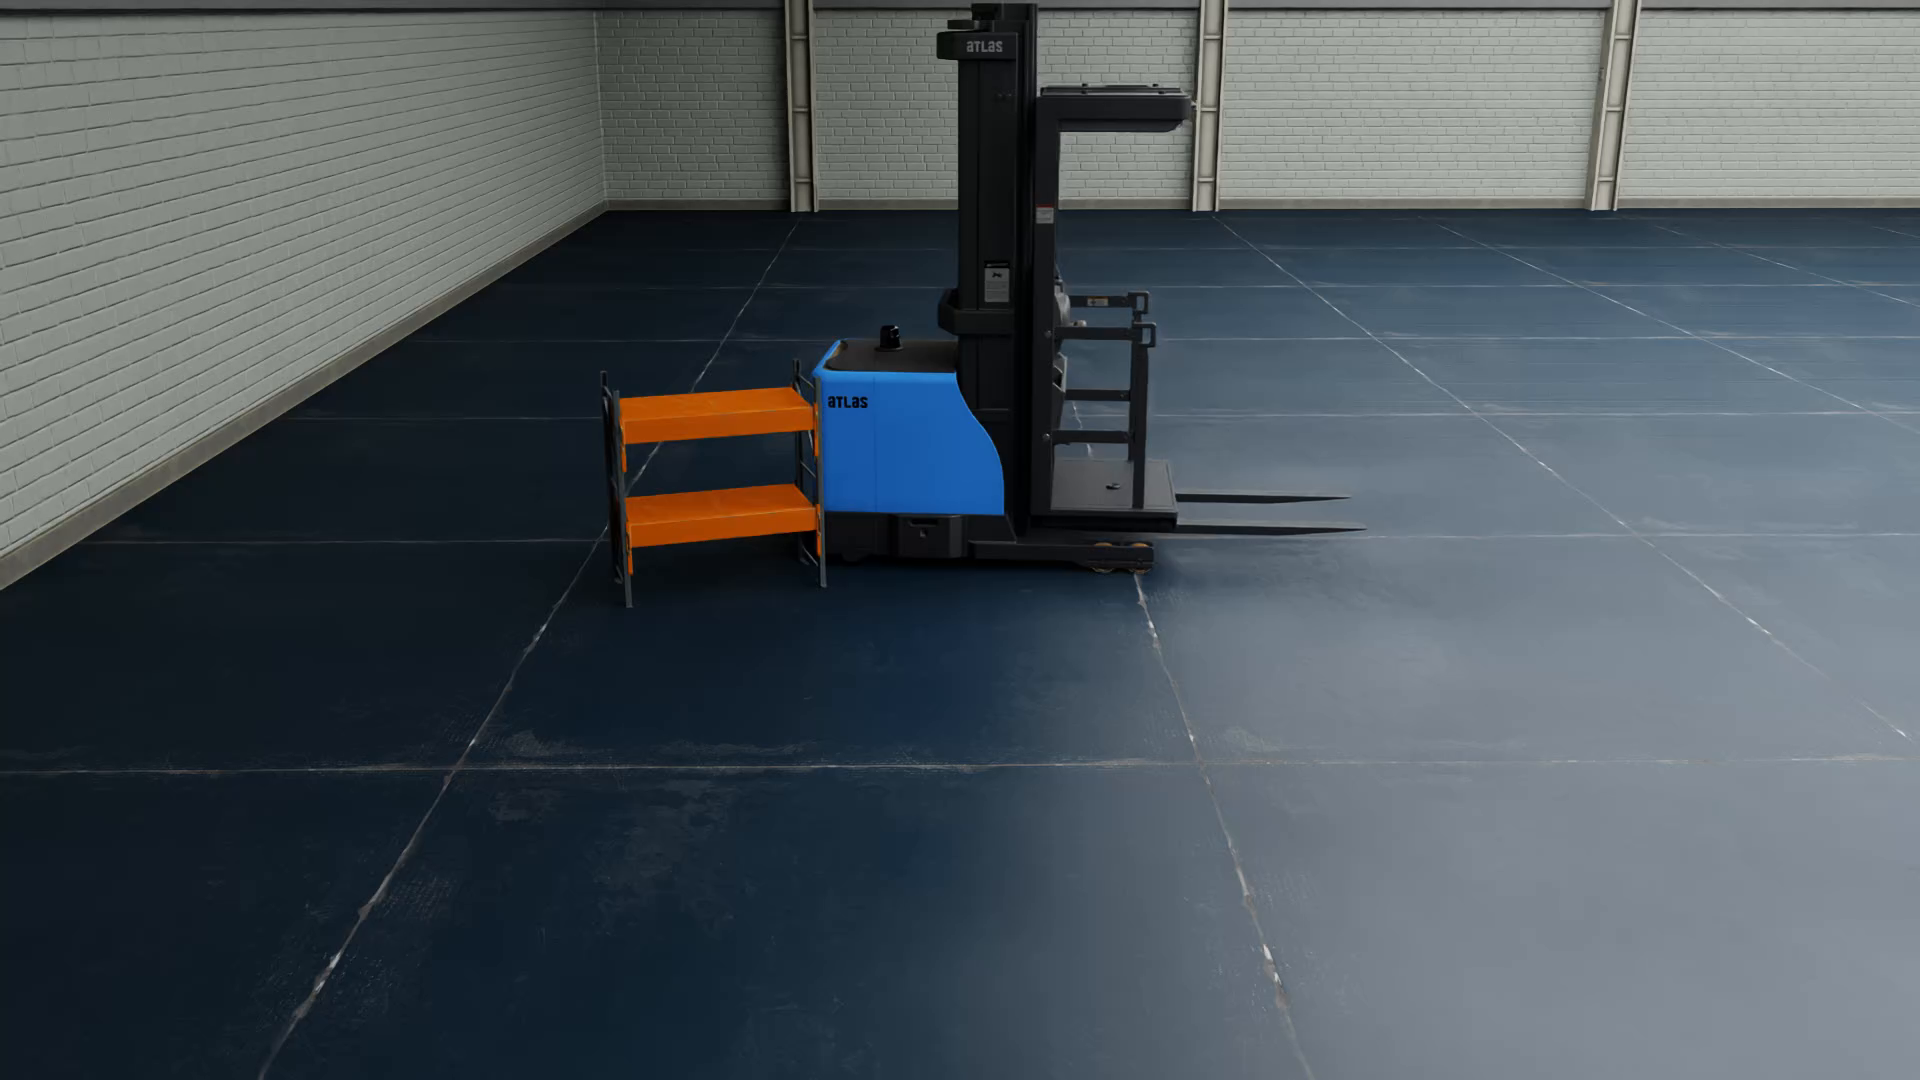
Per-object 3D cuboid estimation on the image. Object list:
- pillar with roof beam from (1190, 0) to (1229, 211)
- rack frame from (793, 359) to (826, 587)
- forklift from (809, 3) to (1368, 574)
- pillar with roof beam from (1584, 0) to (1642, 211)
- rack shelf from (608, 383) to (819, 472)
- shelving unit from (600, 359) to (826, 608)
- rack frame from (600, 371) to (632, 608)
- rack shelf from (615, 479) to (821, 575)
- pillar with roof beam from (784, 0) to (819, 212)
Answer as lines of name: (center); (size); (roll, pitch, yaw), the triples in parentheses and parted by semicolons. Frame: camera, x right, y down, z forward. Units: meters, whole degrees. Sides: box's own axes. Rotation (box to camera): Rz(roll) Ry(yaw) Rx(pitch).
pillar with roof beam: (3.740, -7.939, 19.563); (0.400, 9.000, 9.100); (0, 18, -1)
rack frame: (-0.801, -0.361, 8.830); (0.032, 1.125, 0.500); (-6, 19, -18)
forklift: (0.723, -1.380, 9.051); (3.031, 2.935, 1.130); (1, 18, 4)
pillar with roof beam: (9.739, -7.968, 19.654); (0.400, 9.000, 9.100); (0, 18, -1)
rack shelf: (-1.282, -0.591, 8.584); (1.000, 0.278, 0.538); (-6, 19, -18)
shelving unit: (-1.282, -0.312, 8.674); (1.048, 1.125, 0.538); (-6, 19, -18)
rack frame: (-1.764, -0.263, 8.517); (0.032, 1.125, 0.500); (-6, 19, -18)
rack shelf: (-1.283, -0.079, 8.748); (1.000, 0.278, 0.538); (-6, 19, -18)
pillar with roof beam: (-2.259, -7.910, 19.473); (0.400, 9.000, 9.100); (0, 18, -1)
